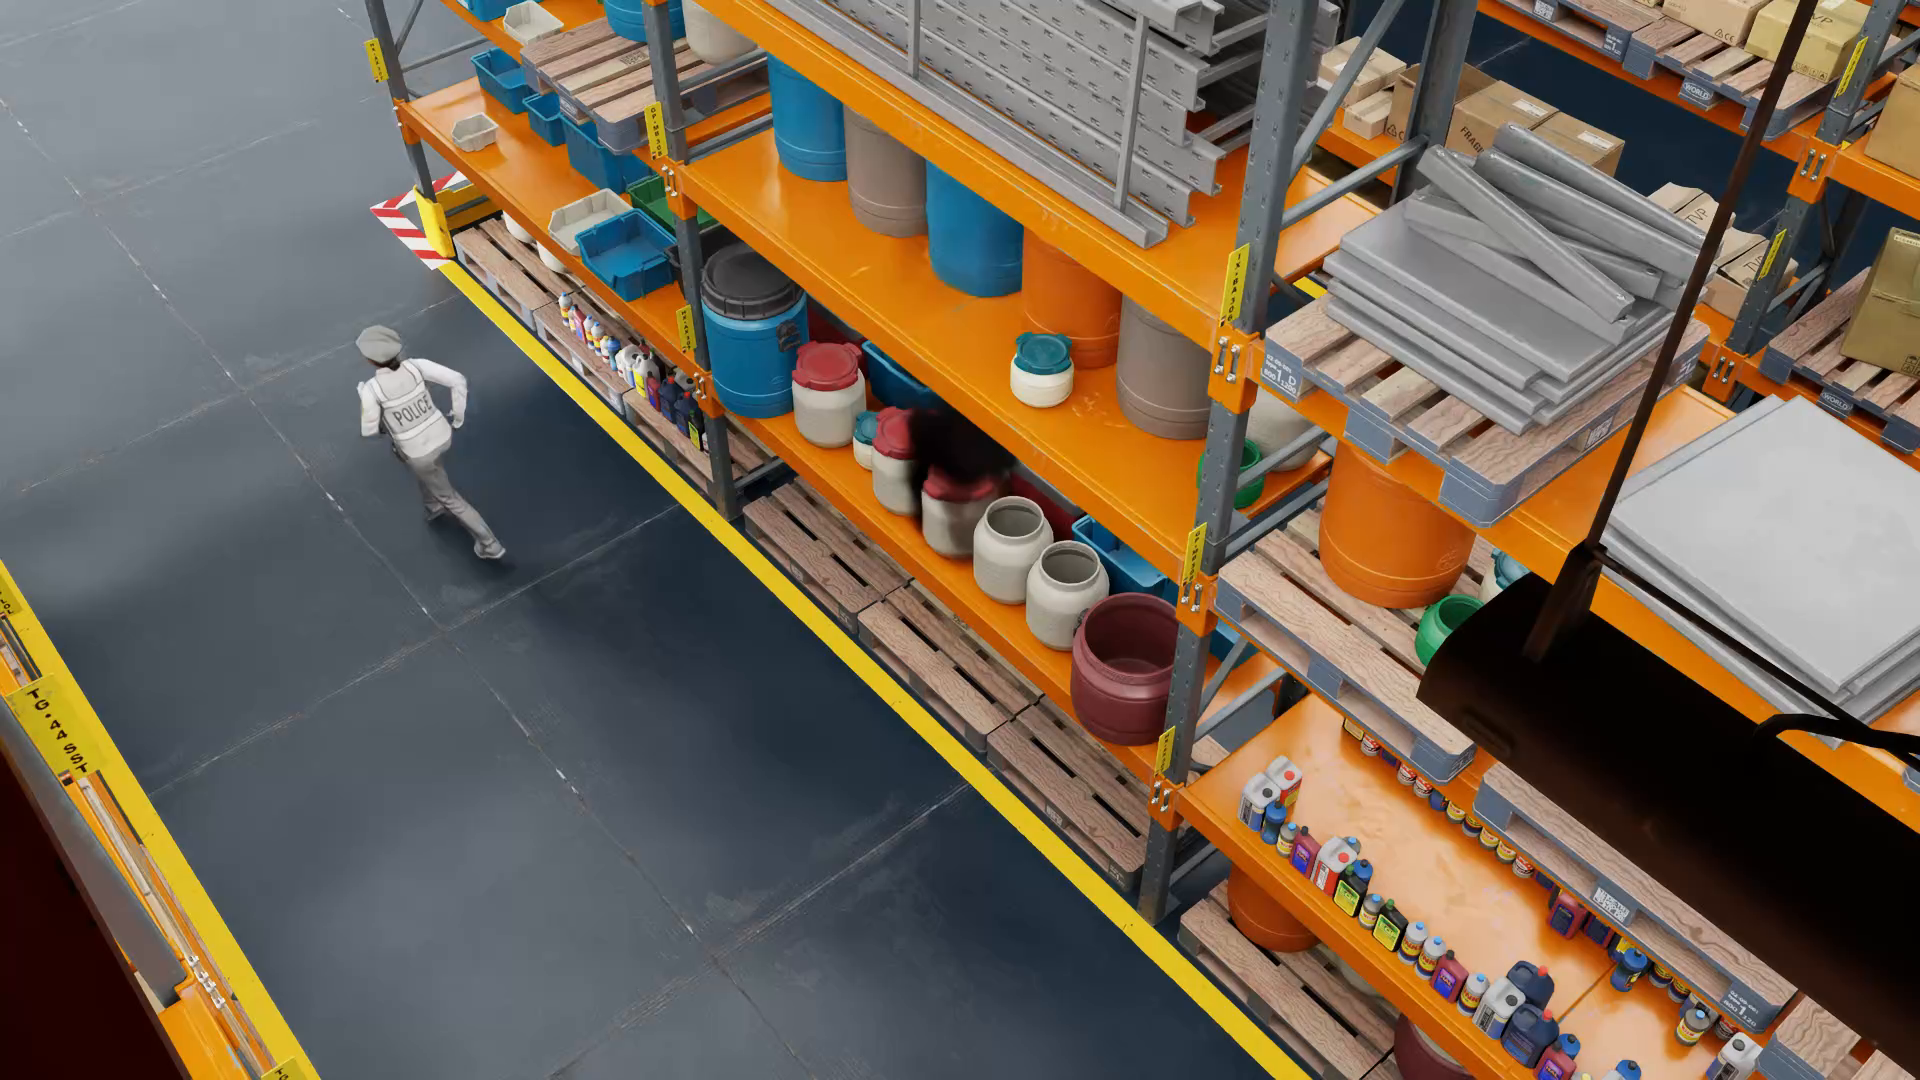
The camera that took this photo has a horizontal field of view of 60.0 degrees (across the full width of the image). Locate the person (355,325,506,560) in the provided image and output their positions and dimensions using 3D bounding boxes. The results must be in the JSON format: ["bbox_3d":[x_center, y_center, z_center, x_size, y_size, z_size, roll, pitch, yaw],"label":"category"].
[{"bbox_3d":[-3.299,-0.553,10.376,0.906,1.677,0.605,24,51,21],"label":"person"}]
